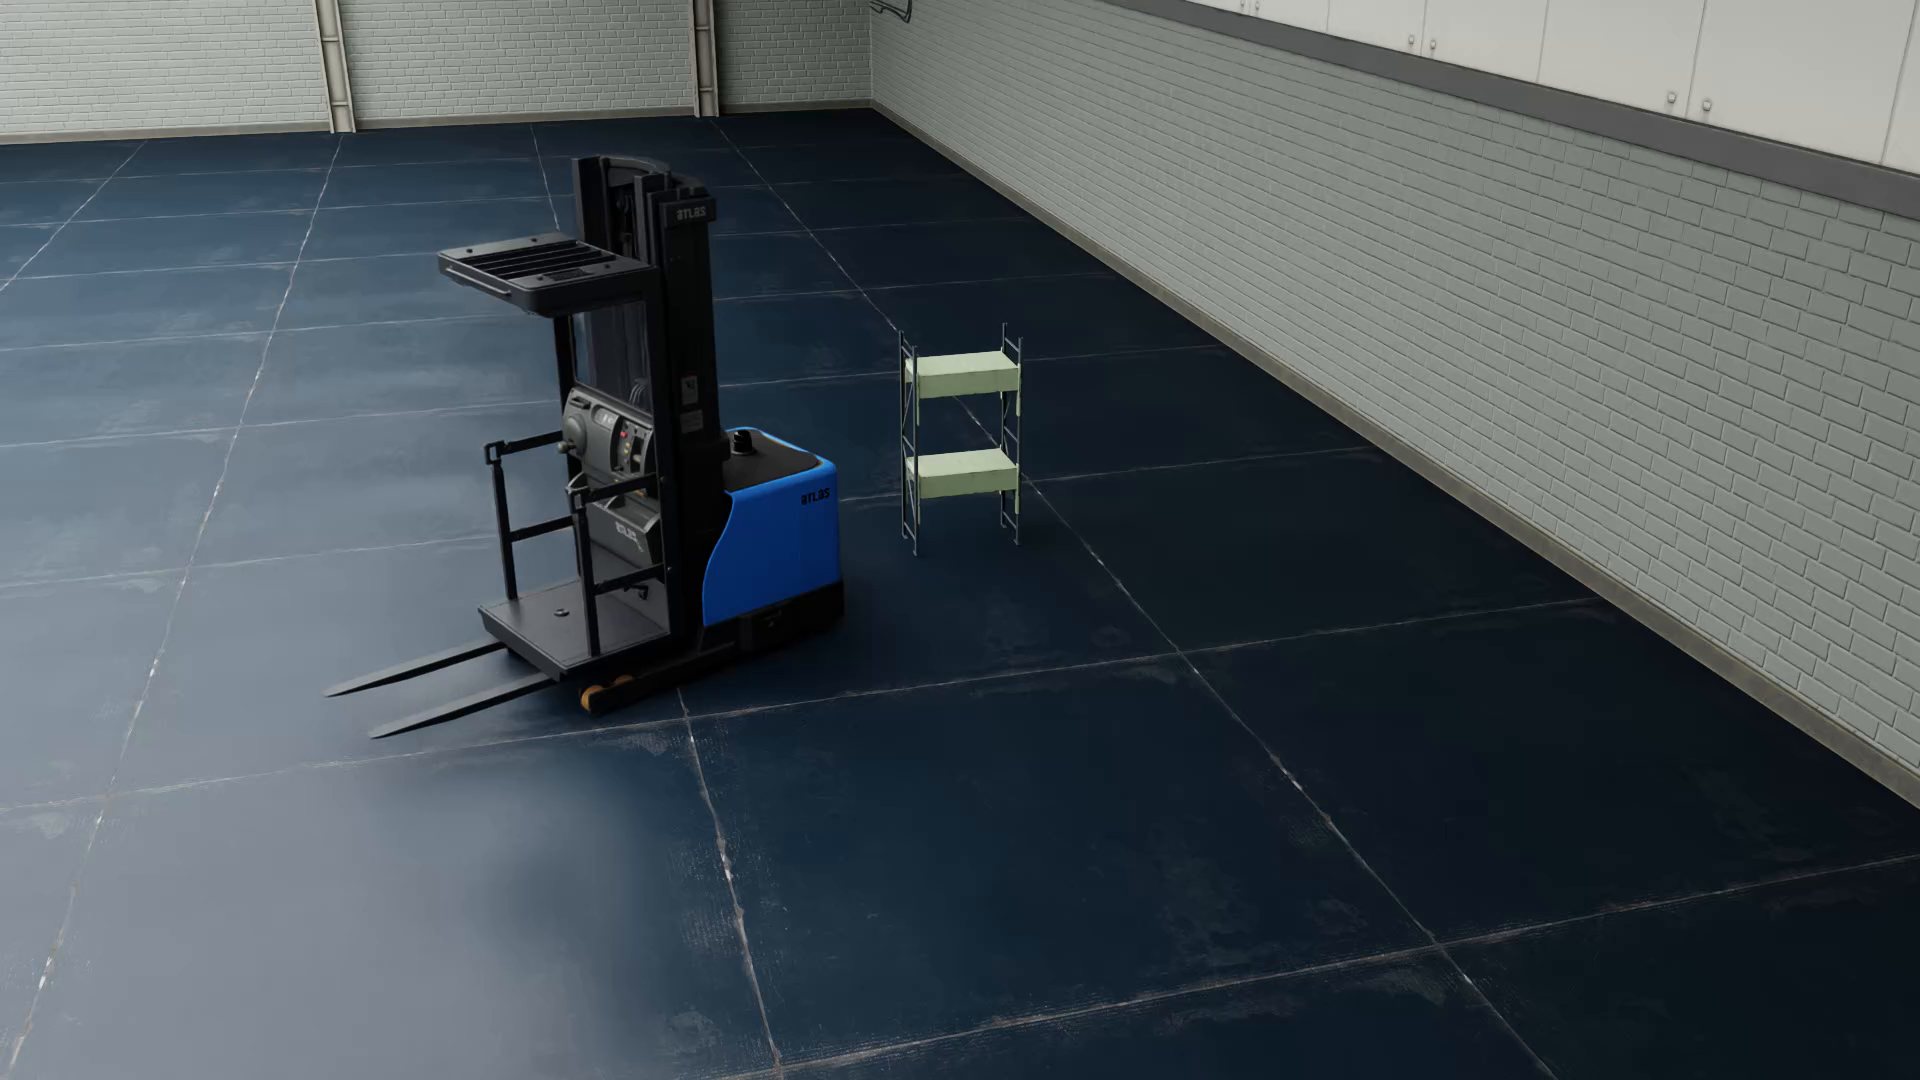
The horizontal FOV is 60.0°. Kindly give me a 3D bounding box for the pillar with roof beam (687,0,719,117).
[{"bbox_3d":[-3.254,-9.907,23.426,0.400,9.000,9.100,-6,24,-14],"label":"pillar with roof beam"}]

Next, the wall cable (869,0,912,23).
[{"bbox_3d":[-1.223,-9.926,27.409,0.112,2.526,3.097,-6,24,-14],"label":"wall cable"}]

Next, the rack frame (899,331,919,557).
[{"bbox_3d":[-0.346,-0.651,11.365,0.023,1.500,0.400,-6,24,-14],"label":"rack frame"}]

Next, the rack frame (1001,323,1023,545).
[{"bbox_3d":[0.359,-0.729,11.547,0.023,1.500,0.400,-6,24,-14],"label":"rack frame"}]

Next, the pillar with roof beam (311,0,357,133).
[{"bbox_3d":[-9.031,-9.268,21.937,0.400,9.000,9.100,-6,24,-14],"label":"pillar with roof beam"}]

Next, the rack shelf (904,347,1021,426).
[{"bbox_3d":[0.006,-1.049,11.302,0.720,0.370,0.431,-6,24,-14],"label":"rack shelf"}]

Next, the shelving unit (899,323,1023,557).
[{"bbox_3d":[0.006,-0.690,11.456,0.755,1.500,0.431,-6,24,-14],"label":"shelving unit"}]

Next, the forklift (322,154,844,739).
[{"bbox_3d":[-2.175,-0.587,9.402,3.031,2.935,1.130,-19,30,-37],"label":"forklift"}]

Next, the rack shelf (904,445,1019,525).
[{"bbox_3d":[0.006,-0.390,11.584,0.720,0.370,0.431,-6,24,-14],"label":"rack shelf"}]
